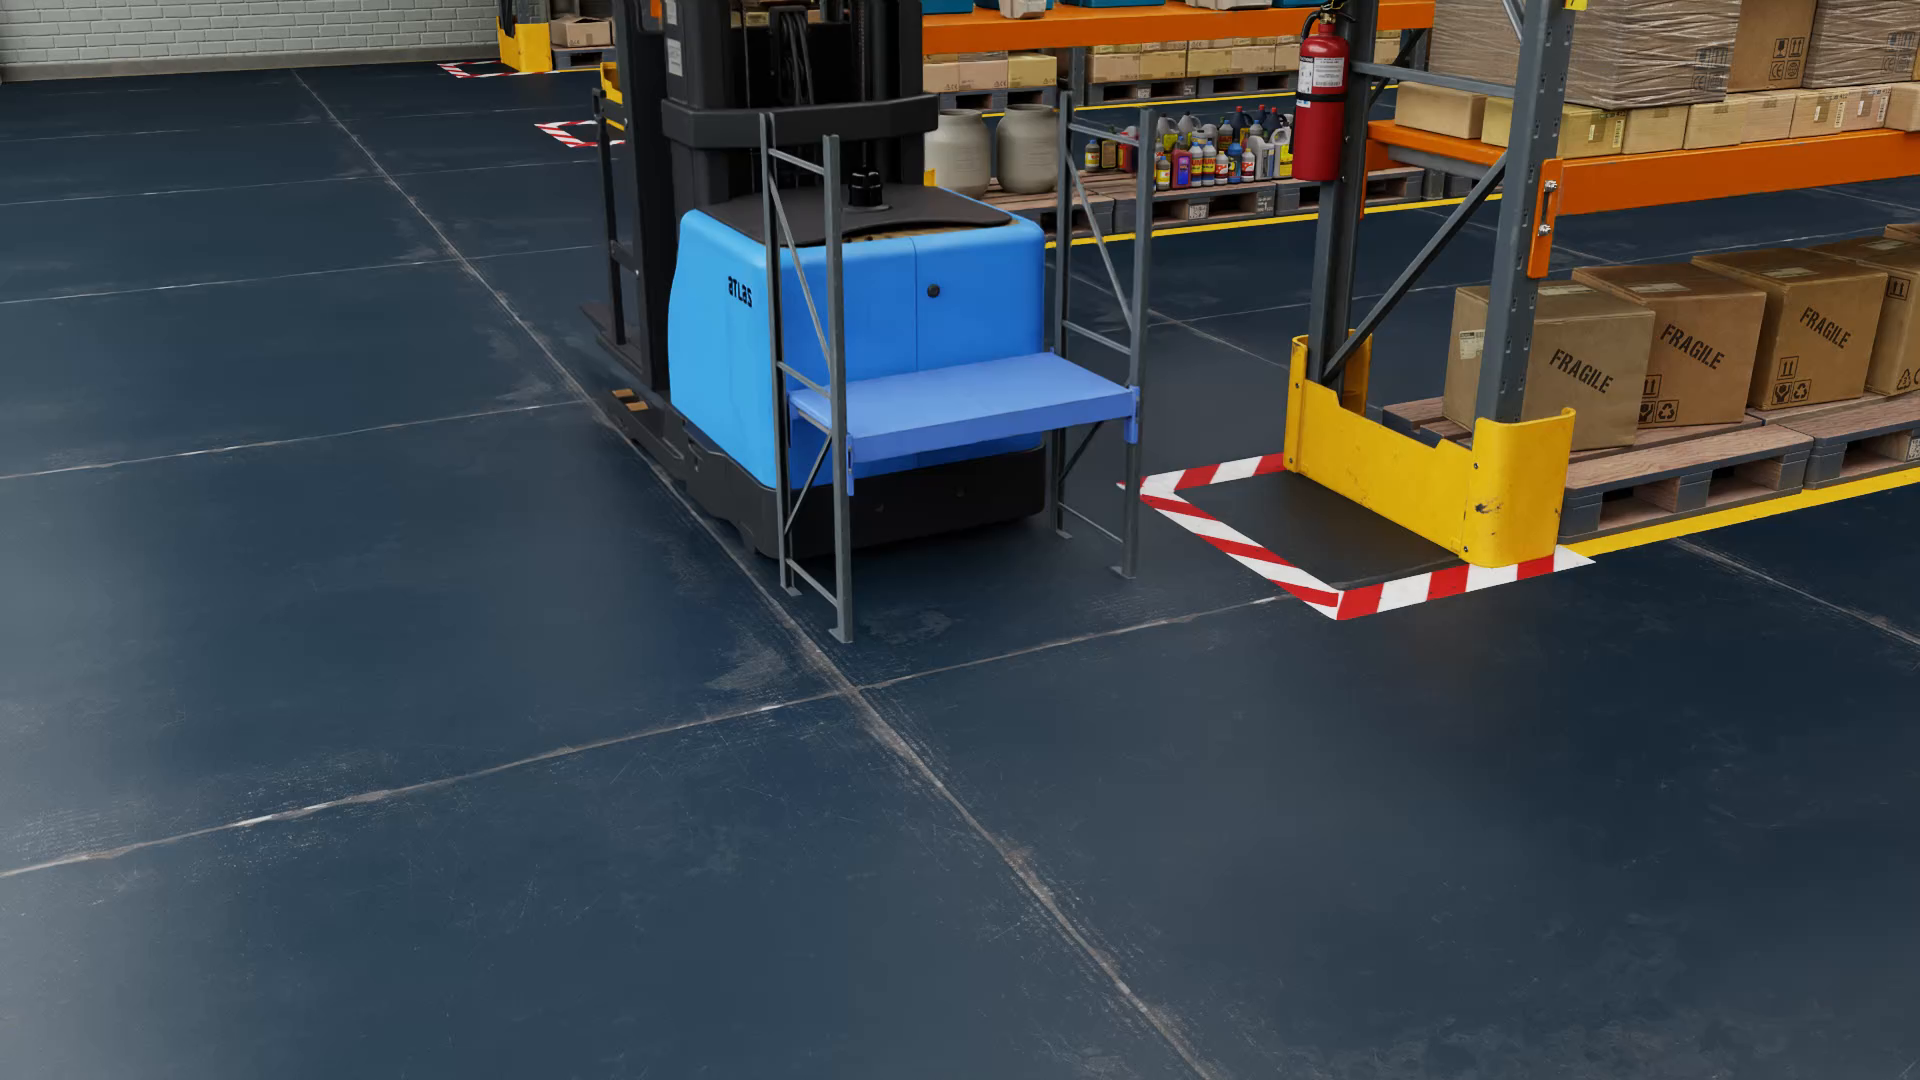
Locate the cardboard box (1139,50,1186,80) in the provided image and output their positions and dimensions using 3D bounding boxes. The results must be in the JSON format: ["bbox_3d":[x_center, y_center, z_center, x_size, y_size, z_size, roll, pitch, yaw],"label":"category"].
[{"bbox_3d":[1.813,-4.569,15.911,0.500,0.250,0.500,-10,24,-22],"label":"cardboard box"}]

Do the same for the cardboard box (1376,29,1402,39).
[{"bbox_3d":[4.120,-5.254,16.833,0.500,0.311,0.500,-10,24,-22],"label":"cardboard box"}]

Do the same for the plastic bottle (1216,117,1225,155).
[{"bbox_3d":[1.782,-2.785,11.531,0.133,0.283,0.061,-9,24,-21],"label":"plastic bottle"}]

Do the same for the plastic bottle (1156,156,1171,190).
[{"bbox_3d":[1.284,-2.329,10.538,0.097,0.201,0.097,0,22,0],"label":"plastic bottle"}]

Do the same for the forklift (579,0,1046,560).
[{"bbox_3d":[-0.818,-1.815,6.301,1.130,2.935,3.031,-11,25,-25],"label":"forklift"}]

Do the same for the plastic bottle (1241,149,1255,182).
[{"bbox_3d":[1.864,-2.436,10.796,0.097,0.201,0.097,0,22,0],"label":"plastic bottle"}]

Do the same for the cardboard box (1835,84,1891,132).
[{"bbox_3d":[3.054,-1.560,5.925,0.250,0.149,0.380,-10,25,-24],"label":"cardboard box"}]

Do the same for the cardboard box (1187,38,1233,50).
[{"bbox_3d":[2.281,-4.912,16.008,0.500,0.311,0.500,-11,25,-25],"label":"cardboard box"}]

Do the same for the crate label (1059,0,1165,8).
[{"bbox_3d":[0.963,-3.623,10.534,0.616,0.435,0.502,-10,25,-24],"label":"crate label"}]

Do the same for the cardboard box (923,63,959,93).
[{"bbox_3d":[-0.341,-4.183,14.980,0.500,0.250,0.500,-10,25,-24],"label":"cardboard box"}]

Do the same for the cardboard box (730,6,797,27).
[{"bbox_3d":[-1.694,-4.282,14.238,0.500,0.500,0.500,-10,25,-24],"label":"cardboard box"}]

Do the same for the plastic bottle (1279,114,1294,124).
[{"bbox_3d":[2.269,-2.852,11.703,0.135,0.276,0.152,-9,24,-22],"label":"plastic bottle"}]

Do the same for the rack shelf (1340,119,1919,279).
[{"bbox_3d":[3.372,-1.501,6.394,4.000,0.370,1.077,-10,25,-24],"label":"rack shelf"}]

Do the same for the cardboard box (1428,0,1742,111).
[{"bbox_3d":[2.078,-1.767,5.576,0.500,0.500,0.875,-10,25,-24],"label":"cardboard box"}]

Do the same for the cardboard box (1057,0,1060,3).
[{"bbox_3d":[1.193,-6.815,20.985,0.500,0.500,0.700,-10,25,-24],"label":"cardboard box"}]

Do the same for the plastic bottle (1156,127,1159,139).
[{"bbox_3d":[1.251,-2.664,11.250,0.135,0.276,0.152,-11,25,-25],"label":"plastic bottle"}]

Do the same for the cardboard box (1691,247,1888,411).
[{"bbox_3d":[3.236,-0.846,6.592,0.500,0.500,0.500,-8,24,-19],"label":"cardboard box"}]

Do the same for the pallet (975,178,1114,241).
[{"bbox_3d":[0.204,-2.081,10.502,1.213,0.211,1.003,-10,25,-24],"label":"pallet"}]

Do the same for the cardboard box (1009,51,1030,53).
[{"bbox_3d":[0.332,-4.530,15.819,0.500,0.250,0.500,-10,25,-24],"label":"cardboard box"}]

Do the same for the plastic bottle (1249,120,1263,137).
[{"bbox_3d":[2.041,-2.758,11.482,0.097,0.271,0.097,0,22,0],"label":"plastic bottle"}]

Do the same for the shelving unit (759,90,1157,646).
[{"bbox_3d":[-0.002,-0.554,5.127,1.048,1.500,0.538,-12,25,-26],"label":"shelving unit"}]

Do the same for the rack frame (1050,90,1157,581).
[{"bbox_3d":[0.446,-0.645,5.348,0.032,1.500,0.500,-12,25,-26],"label":"rack frame"}]

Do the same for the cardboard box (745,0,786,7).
[{"bbox_3d":[-2.188,-6.148,19.374,0.500,0.500,0.500,-12,26,-28],"label":"cardboard box"}]

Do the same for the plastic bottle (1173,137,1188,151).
[{"bbox_3d":[1.490,-2.624,11.251,0.097,0.201,0.097,0,22,0],"label":"plastic bottle"}]

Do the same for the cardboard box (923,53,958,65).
[{"bbox_3d":[-0.346,-4.534,14.847,0.500,0.500,0.500,-10,25,-24],"label":"cardboard box"}]

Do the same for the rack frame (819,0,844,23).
[{"bbox_3d":[-0.578,-3.208,9.578,0.127,3.000,1.000,-10,25,-24],"label":"rack frame"}]

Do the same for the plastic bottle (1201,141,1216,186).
[{"bbox_3d":[1.590,-2.418,10.661,0.097,0.271,0.097,0,22,0],"label":"plastic bottle"}]

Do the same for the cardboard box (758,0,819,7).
[{"bbox_3d":[-1.474,-4.548,14.881,0.500,0.500,0.500,-10,25,-24],"label":"cardboard box"}]

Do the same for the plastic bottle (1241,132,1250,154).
[{"bbox_3d":[1.912,-2.539,10.939,0.133,0.283,0.061,-10,25,-24],"label":"plastic bottle"}]

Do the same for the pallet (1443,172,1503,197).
[{"bbox_3d":[3.717,-2.727,12.062,1.213,0.211,1.003,-10,25,-24],"label":"pallet"}]

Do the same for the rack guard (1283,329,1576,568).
[{"bbox_3d":[1.639,-0.359,5.963,0.348,0.500,1.175,-10,25,-24],"label":"rack guard"}]

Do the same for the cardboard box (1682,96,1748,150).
[{"bbox_3d":[2.396,-1.421,5.590,0.250,0.149,0.380,-10,25,-24],"label":"cardboard box"}]

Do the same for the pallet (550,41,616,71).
[{"bbox_3d":[-4.059,-5.469,18.686,1.213,0.211,1.003,-10,25,-24],"label":"pallet"}]

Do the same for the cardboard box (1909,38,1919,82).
[{"bbox_3d":[3.401,-2.038,6.232,0.500,0.500,0.875,-10,25,-24],"label":"cardboard box"}]

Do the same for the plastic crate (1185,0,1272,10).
[{"bbox_3d":[1.673,-3.393,10.370,0.437,0.136,0.530,-10,25,-24],"label":"plastic crate"}]

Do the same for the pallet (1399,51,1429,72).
[{"bbox_3d":[5.175,-5.065,17.711,1.213,0.211,1.003,-10,25,-24],"label":"pallet"}]

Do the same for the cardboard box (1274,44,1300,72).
[{"bbox_3d":[3.200,-4.826,16.533,0.500,0.250,0.500,-10,24,-22],"label":"cardboard box"}]

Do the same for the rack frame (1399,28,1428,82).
[{"bbox_3d":[4.485,-6.243,16.910,0.127,3.000,1.000,-10,25,-24],"label":"rack frame"}]

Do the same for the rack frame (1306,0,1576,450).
[{"bbox_3d":[1.570,-1.501,5.455,0.127,3.000,1.000,-10,25,-24],"label":"rack frame"}]

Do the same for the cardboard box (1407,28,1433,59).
[{"bbox_3d":[5.020,-5.268,17.248,0.500,0.500,0.500,-9,24,-21],"label":"cardboard box"}]

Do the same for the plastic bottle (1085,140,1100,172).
[{"bbox_3d":[0.887,-2.574,11.130,0.097,0.201,0.097,0,22,0],"label":"plastic bottle"}]

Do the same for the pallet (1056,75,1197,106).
[{"bbox_3d":[1.528,-4.427,16.168,1.213,0.211,1.003,-10,25,-24],"label":"pallet"}]
